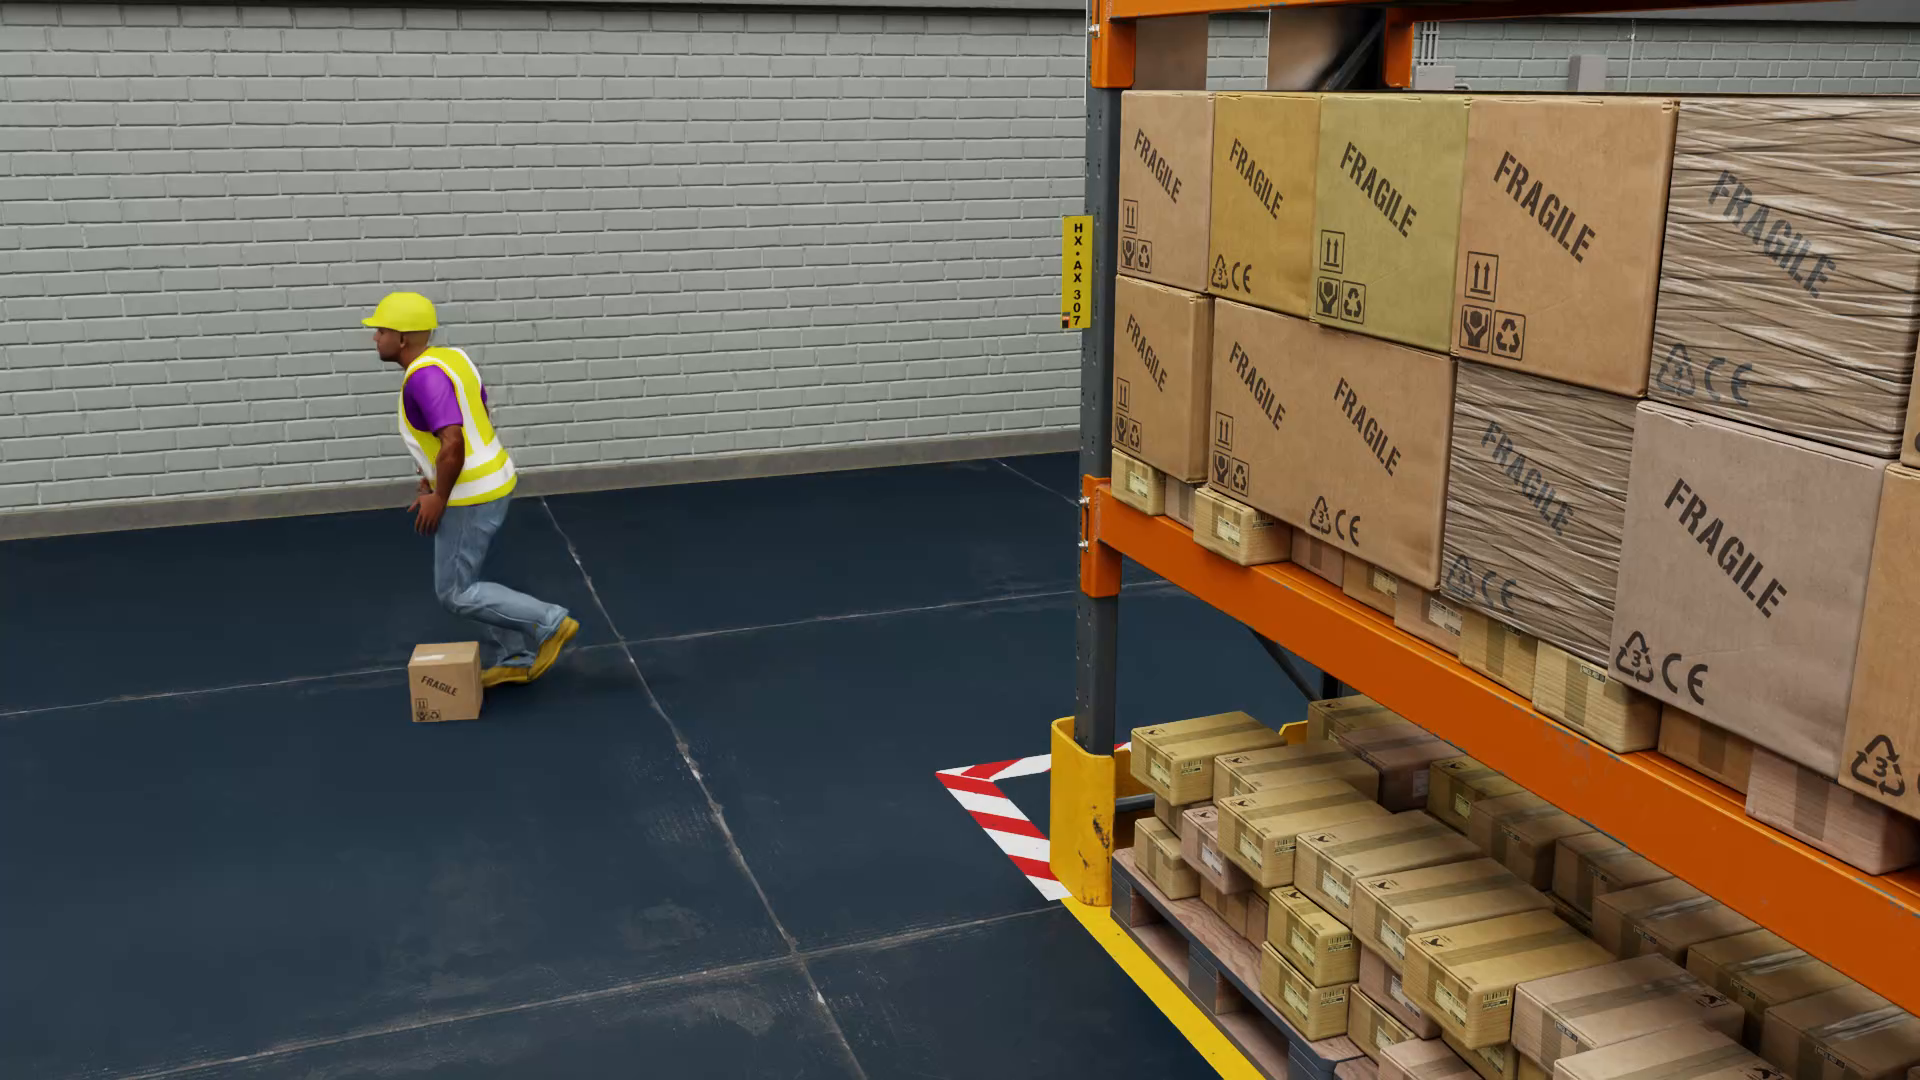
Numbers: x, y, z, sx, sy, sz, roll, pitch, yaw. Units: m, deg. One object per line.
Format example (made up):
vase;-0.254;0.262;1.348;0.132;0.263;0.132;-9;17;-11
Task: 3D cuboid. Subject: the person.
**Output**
person;-1.995;-0.191;6.871;0.785;1.664;0.725;-2;16;-6
